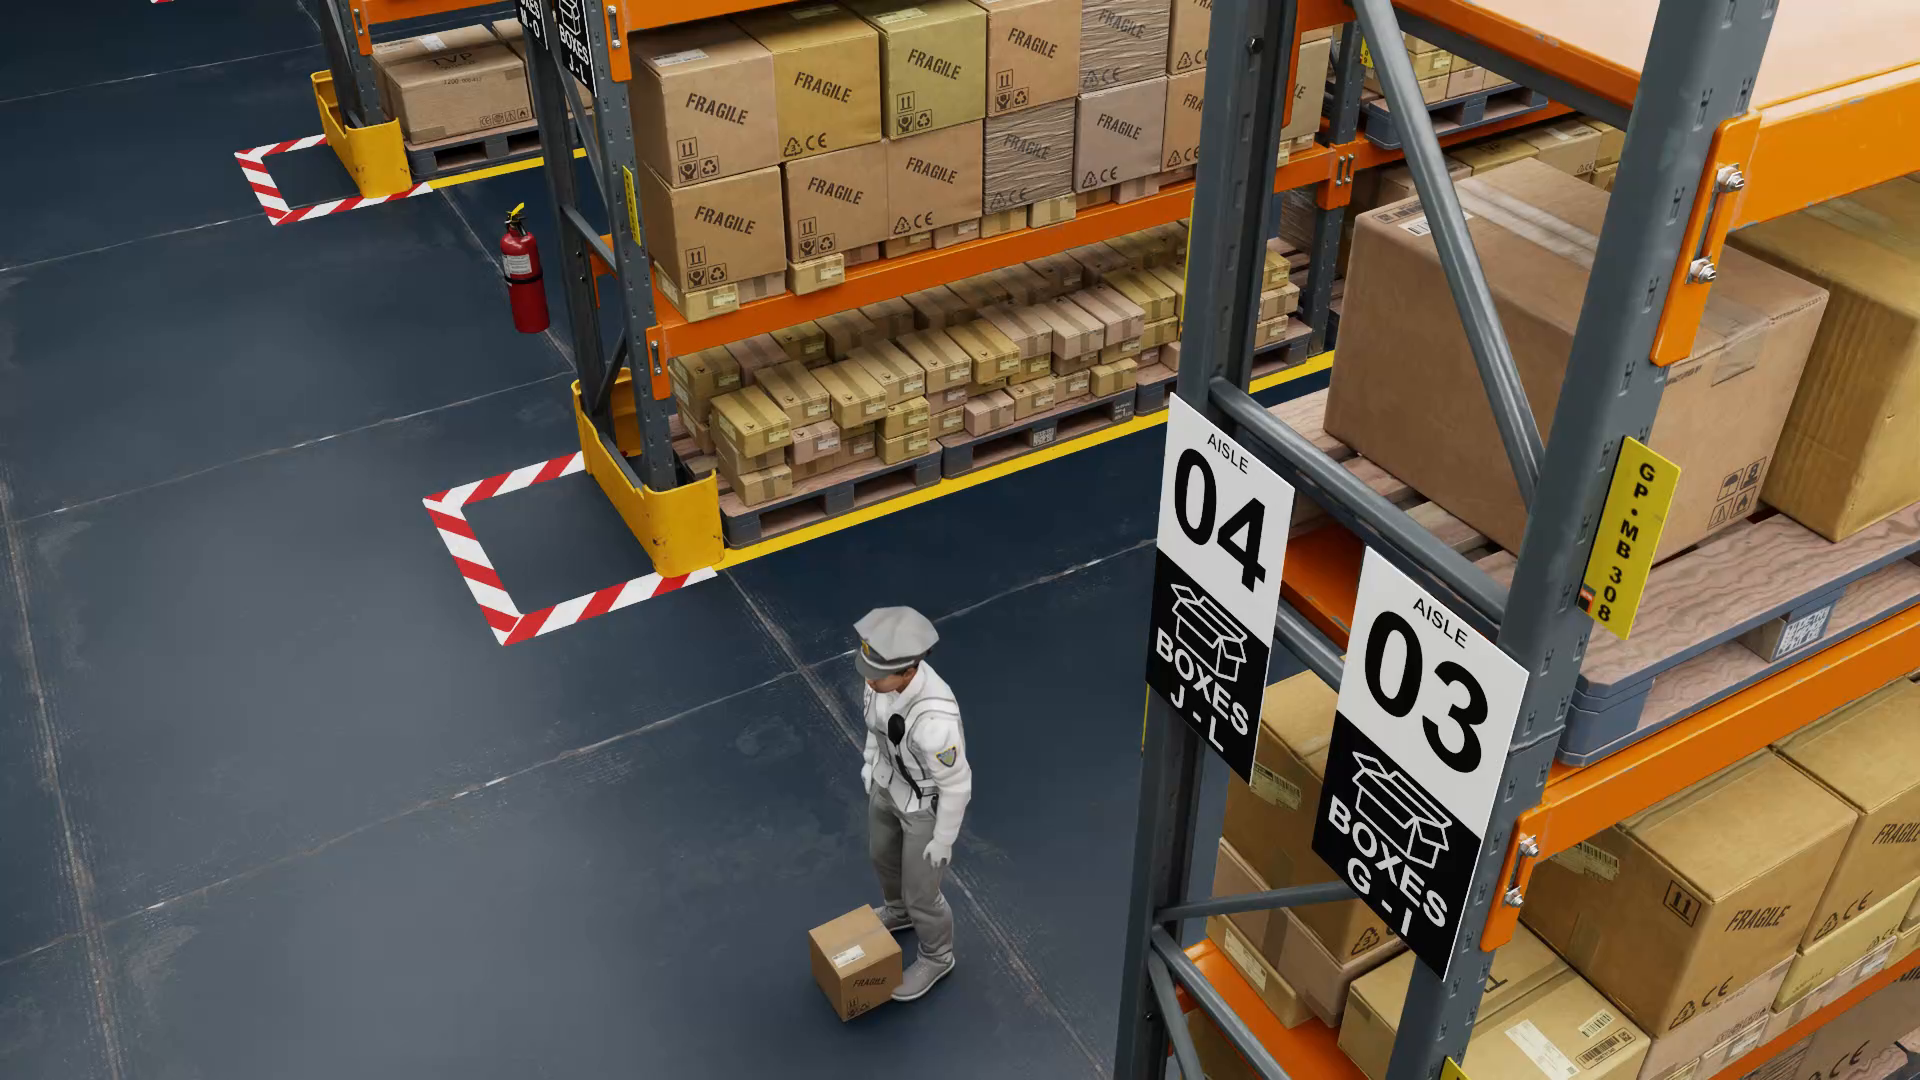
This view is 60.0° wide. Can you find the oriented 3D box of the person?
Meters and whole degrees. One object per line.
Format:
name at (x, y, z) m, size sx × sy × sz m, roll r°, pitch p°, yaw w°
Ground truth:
person at (-0.171, 0.898, 5.733) m, size 0.375 × 1.662 × 0.529 m, roll -21°, pitch 42°, yaw -25°
